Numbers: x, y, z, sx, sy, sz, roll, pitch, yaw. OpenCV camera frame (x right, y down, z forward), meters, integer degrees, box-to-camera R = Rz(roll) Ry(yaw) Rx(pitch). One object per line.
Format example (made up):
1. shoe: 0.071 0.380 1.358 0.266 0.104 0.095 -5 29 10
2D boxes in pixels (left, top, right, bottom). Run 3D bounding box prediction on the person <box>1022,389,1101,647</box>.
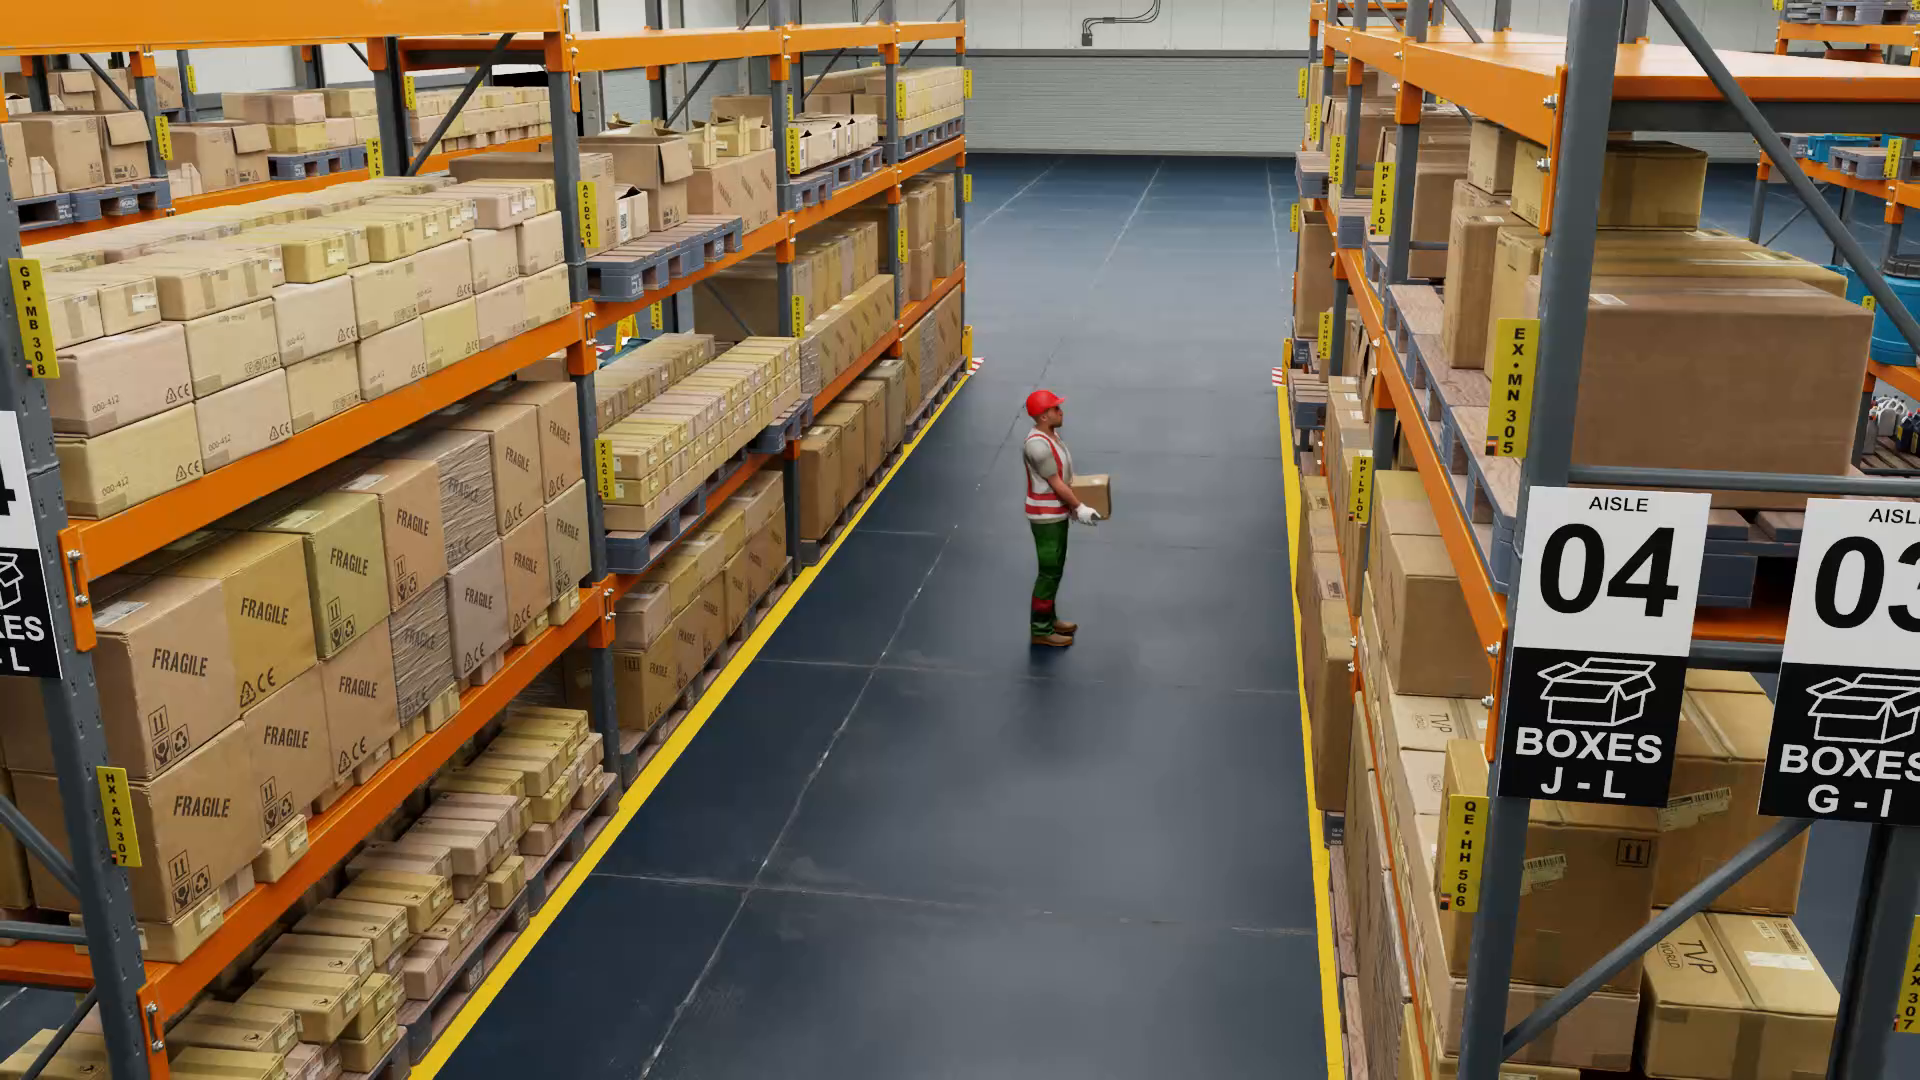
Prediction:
1. person: 0.720 -0.154 11.494 0.559 1.790 0.504 4 18 11
